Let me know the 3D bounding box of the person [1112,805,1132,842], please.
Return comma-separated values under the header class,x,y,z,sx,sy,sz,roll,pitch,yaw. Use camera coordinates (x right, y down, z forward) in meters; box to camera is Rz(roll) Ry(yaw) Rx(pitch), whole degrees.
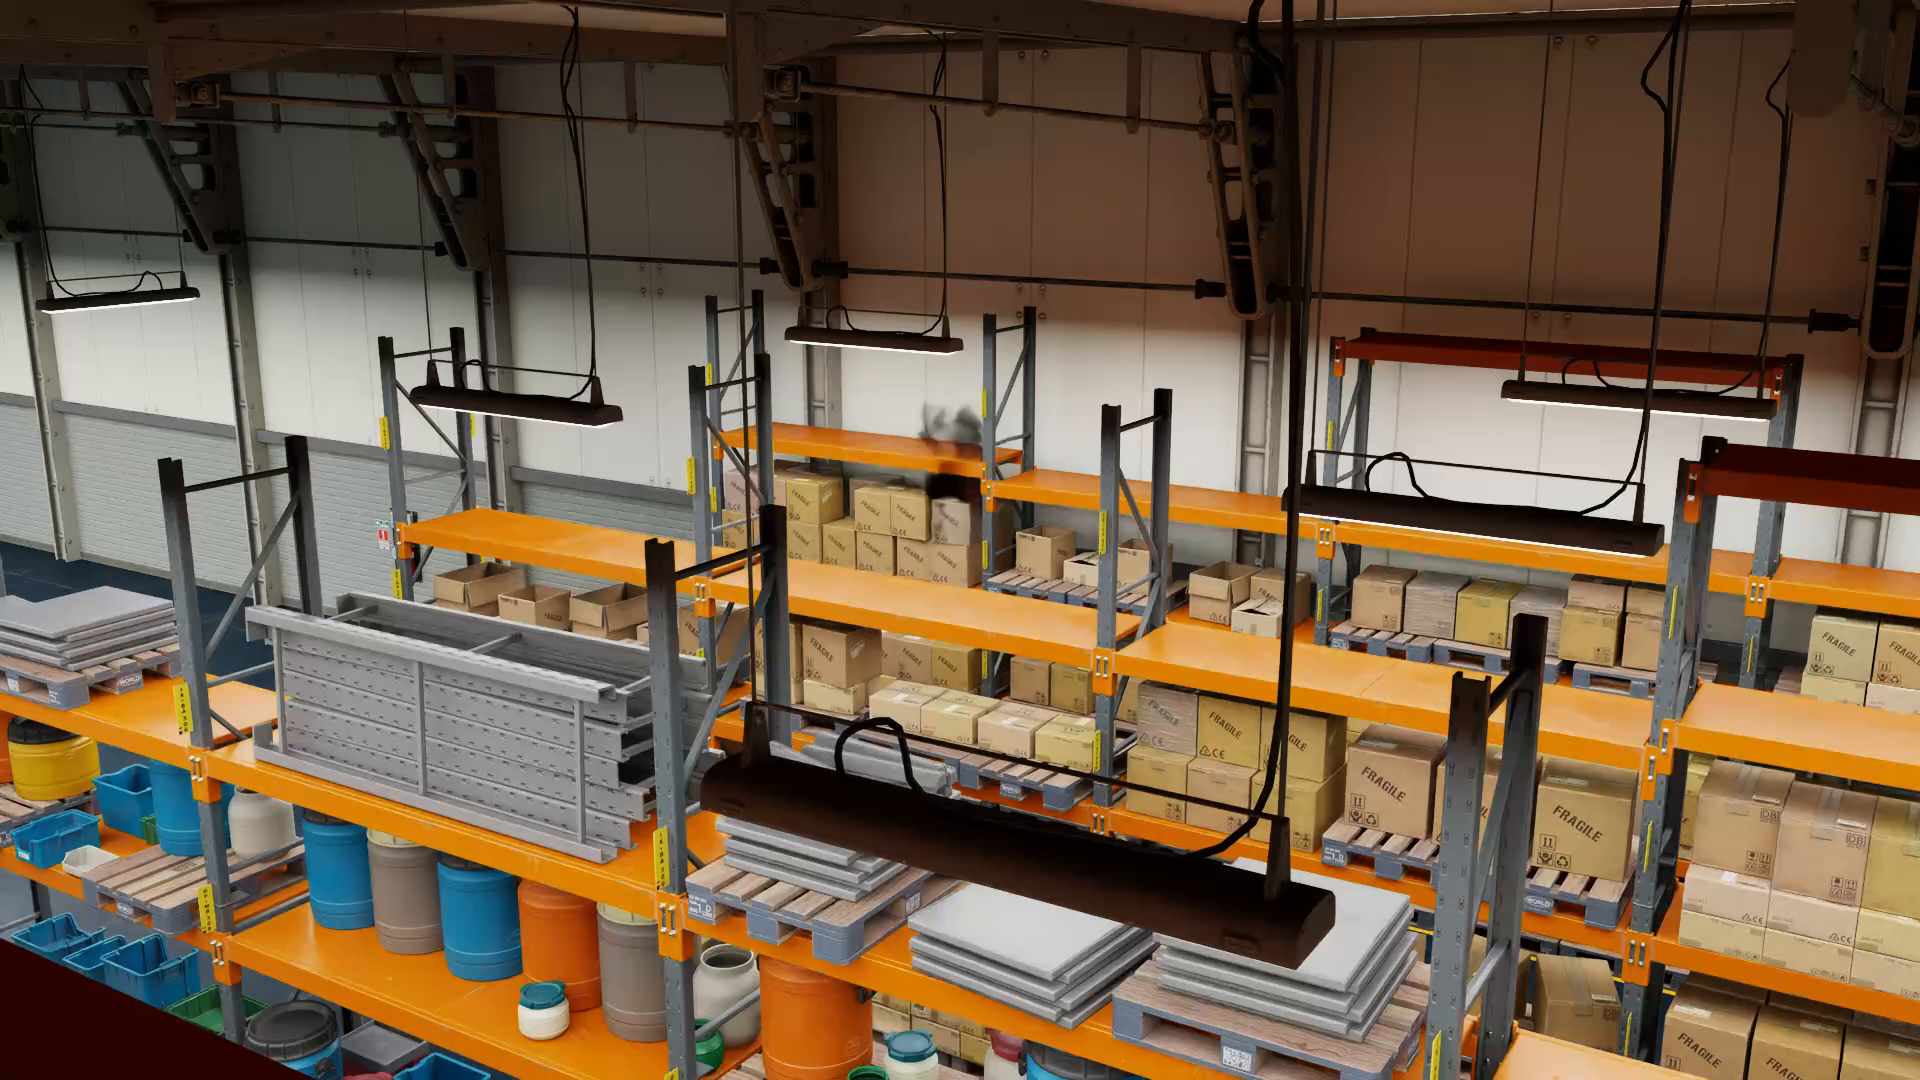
class,x,y,z,sx,sy,sz,roll,pitch,yaw
person,1.587,3.375,16.267,0.751,1.645,0.522,6,15,23
